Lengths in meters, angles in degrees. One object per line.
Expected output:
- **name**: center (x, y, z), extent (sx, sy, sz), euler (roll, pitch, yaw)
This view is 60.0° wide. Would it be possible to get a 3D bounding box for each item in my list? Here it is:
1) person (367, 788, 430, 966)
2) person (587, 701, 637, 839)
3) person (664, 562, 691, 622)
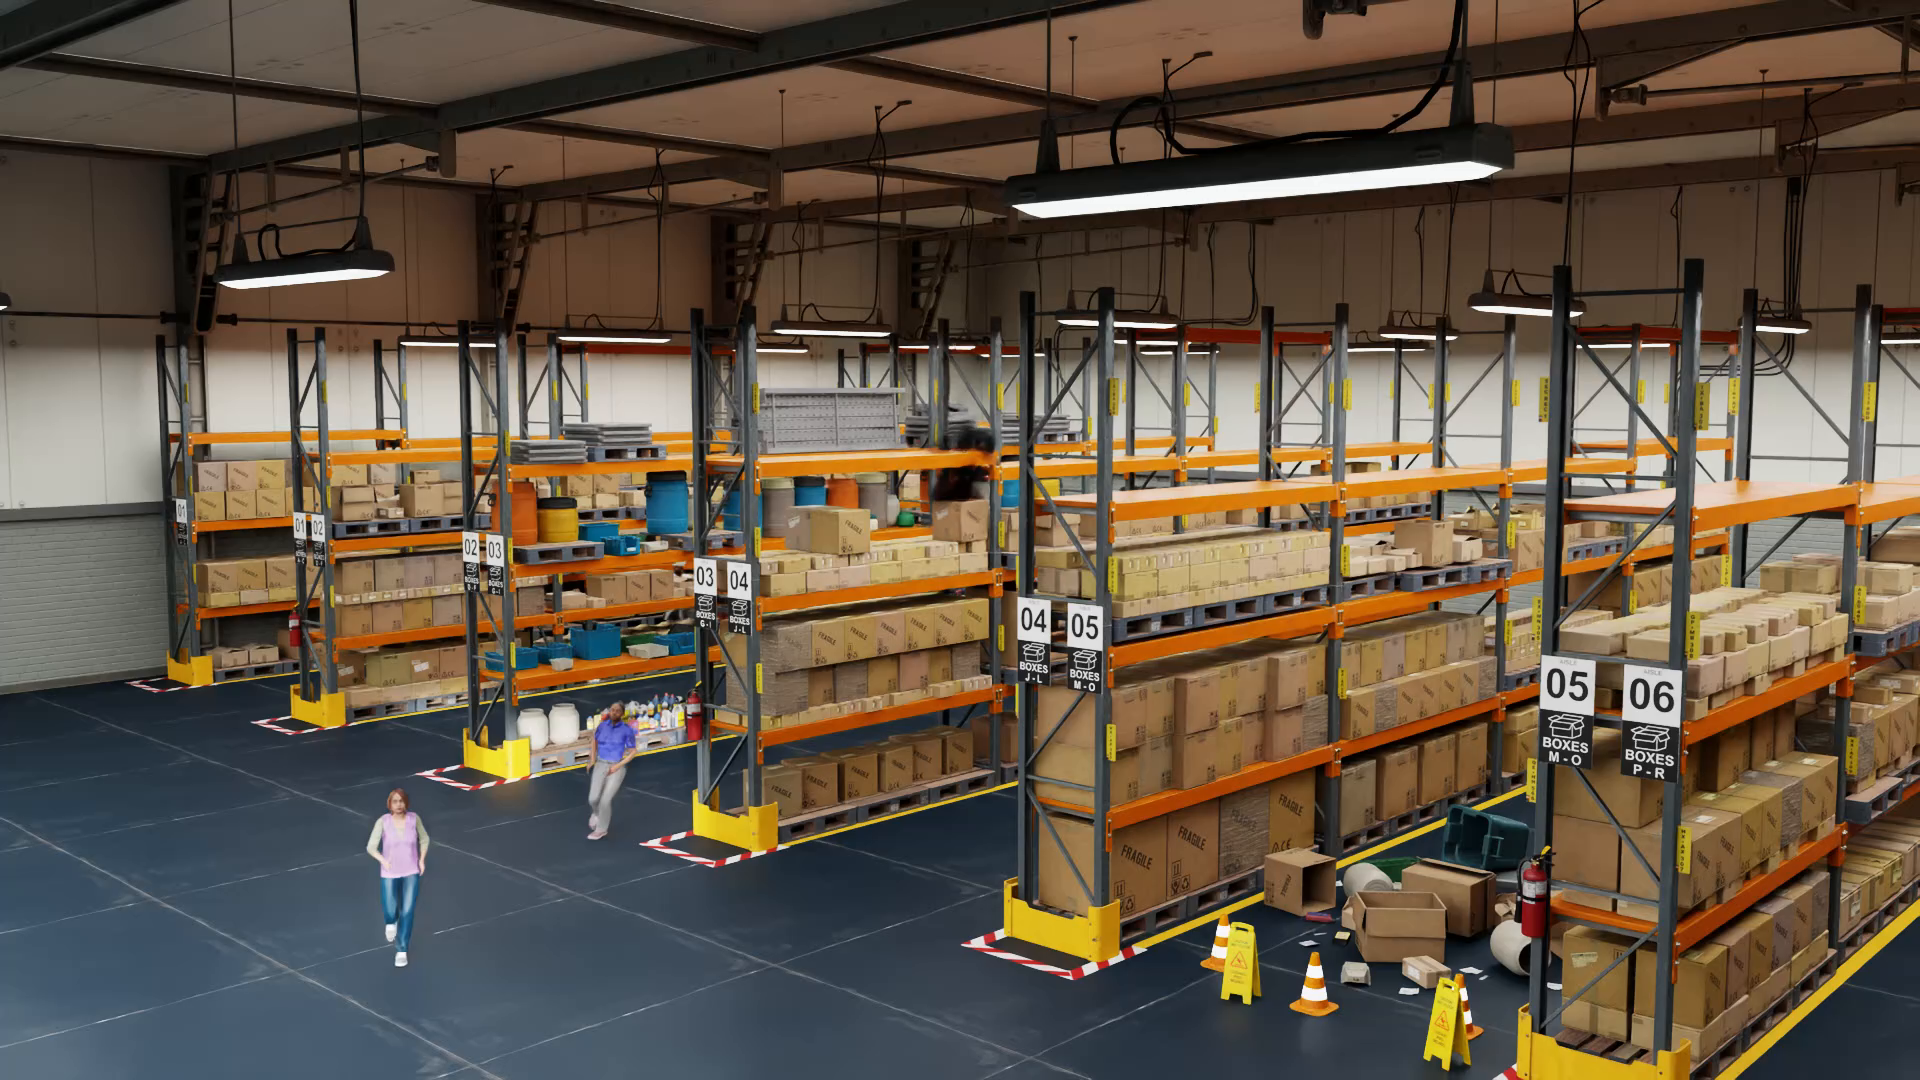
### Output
- **person**: center (-5.028, 2.990, 14.923), extent (0.542, 1.559, 0.625), euler (-2, 6, -23)
- **person**: center (-3.970, 2.611, 18.800), extent (0.608, 1.581, 0.519), euler (1, 5, 9)
- **person**: center (-5.495, 1.246, 32.431), extent (0.675, 1.750, 0.771), euler (4, 7, 35)
